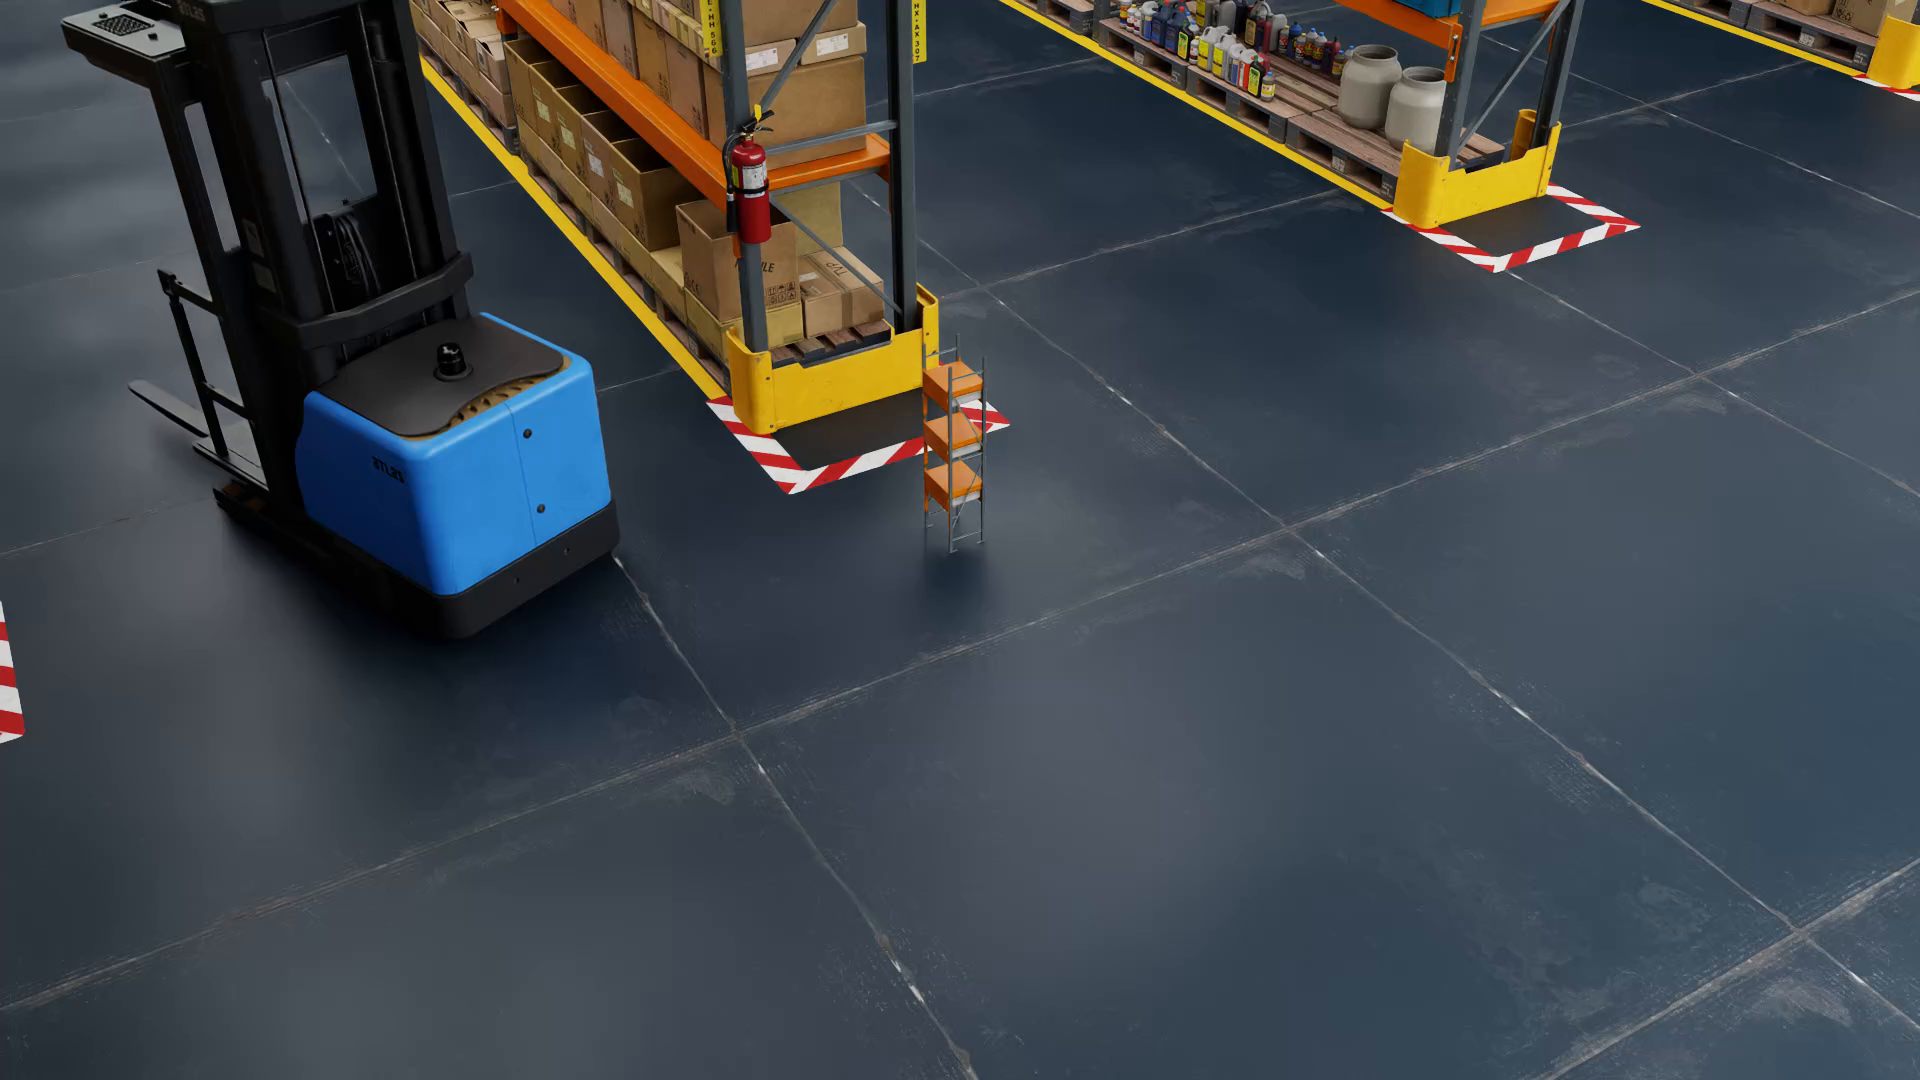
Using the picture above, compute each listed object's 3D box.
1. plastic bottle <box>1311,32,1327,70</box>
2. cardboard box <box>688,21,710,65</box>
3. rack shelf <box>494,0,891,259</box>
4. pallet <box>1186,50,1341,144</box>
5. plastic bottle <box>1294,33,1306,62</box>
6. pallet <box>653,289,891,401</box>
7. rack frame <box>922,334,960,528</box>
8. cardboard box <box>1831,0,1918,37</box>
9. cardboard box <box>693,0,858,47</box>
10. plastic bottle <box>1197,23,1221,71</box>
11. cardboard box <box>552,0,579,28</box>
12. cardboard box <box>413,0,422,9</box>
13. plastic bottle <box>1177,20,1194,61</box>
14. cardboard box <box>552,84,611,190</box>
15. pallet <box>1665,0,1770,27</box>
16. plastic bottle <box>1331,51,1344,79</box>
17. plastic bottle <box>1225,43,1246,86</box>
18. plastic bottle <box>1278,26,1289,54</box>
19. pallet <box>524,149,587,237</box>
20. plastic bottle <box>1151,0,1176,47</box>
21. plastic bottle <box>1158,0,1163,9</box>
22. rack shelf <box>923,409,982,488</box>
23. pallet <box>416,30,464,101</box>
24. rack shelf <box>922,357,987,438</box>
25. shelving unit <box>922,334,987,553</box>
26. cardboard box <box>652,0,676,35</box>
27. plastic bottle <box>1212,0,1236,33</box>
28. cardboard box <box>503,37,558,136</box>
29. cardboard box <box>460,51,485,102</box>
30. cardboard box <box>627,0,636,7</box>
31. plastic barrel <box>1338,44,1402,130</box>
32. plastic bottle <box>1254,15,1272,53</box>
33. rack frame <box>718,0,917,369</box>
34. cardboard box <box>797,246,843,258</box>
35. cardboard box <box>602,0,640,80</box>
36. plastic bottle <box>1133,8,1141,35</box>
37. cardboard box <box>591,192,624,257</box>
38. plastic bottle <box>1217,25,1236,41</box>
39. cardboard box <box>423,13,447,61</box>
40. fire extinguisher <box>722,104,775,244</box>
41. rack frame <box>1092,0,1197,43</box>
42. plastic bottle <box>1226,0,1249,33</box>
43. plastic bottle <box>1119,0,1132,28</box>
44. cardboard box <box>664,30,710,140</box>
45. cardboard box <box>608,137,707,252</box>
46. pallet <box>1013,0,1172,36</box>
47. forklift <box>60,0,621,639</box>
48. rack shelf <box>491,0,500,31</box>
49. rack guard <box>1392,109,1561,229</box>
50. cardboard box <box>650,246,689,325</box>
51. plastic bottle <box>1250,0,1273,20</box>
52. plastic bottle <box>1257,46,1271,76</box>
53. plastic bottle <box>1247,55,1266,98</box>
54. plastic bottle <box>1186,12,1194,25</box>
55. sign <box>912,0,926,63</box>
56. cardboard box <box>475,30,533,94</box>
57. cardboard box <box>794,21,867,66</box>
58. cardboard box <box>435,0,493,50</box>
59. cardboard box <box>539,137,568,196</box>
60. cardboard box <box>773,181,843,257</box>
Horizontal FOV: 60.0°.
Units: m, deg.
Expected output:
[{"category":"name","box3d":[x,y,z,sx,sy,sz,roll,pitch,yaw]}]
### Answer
[{"category":"plastic bottle","box3d":[2.771,-3.775,12.815,0.097,0.271,0.097,0,36,0]},{"category":"cardboard box","box3d":[-1.190,-2.615,8.652,0.380,0.149,0.250,-18,40,-23]},{"category":"rack shelf","box3d":[-1.705,-2.771,10.110,1.077,0.370,4.000,-19,40,-24]},{"category":"pallet","box3d":[2.493,-3.443,12.785,1.003,0.211,1.213,-19,40,-24]},{"category":"plastic bottle","box3d":[2.671,-3.848,12.975,0.097,0.201,0.097,0,36,0]},{"category":"pallet","box3d":[-1.121,-1.293,9.841,1.003,0.211,1.213,-19,40,-24]},{"category":"rack frame","box3d":[-0.088,-0.513,8.063,0.200,1.050,0.008,-19,40,-24]},{"category":"cardboard box","box3d":[7.567,-4.458,13.574,0.500,0.500,0.500,-12,38,-16]},{"category":"cardboard box","box3d":[-0.951,-2.874,8.458,0.700,0.500,0.500,-19,40,-24]},{"category":"plastic bottle","box3d":[1.930,-3.807,12.792,0.144,0.351,0.185,-19,40,-24]},{"category":"cardboard box","box3d":[-2.211,-3.630,10.592,0.700,0.500,0.500,-19,40,-24]},{"category":"cardboard box","box3d":[-4.185,-4.526,13.404,0.500,0.311,0.500,-20,41,-25]},{"category":"plastic bottle","box3d":[1.763,-3.900,12.977,0.061,0.283,0.133,-17,39,-22]},{"category":"cardboard box","box3d":[-2.245,-2.604,10.611,0.500,0.500,0.500,-19,40,-24]},{"category":"pallet","box3d":[6.842,-4.934,14.826,1.003,0.211,1.213,-19,40,-24]},{"category":"plastic bottle","box3d":[2.891,-3.624,12.669,0.097,0.201,0.097,0,36,0]},{"category":"plastic bottle","box3d":[2.110,-3.599,12.571,0.152,0.276,0.135,-20,41,-25]},{"category":"plastic bottle","box3d":[2.567,-3.953,13.118,0.097,0.201,0.097,0,36,0]},{"category":"pallet","box3d":[-2.347,-2.537,11.545,1.003,0.211,1.213,-19,40,-24]},{"category":"plastic bottle","box3d":[1.621,-4.120,13.221,0.144,0.351,0.185,-18,40,-23]},{"category":"plastic bottle","box3d":[1.634,-4.210,13.402,0.061,0.283,0.133,-19,40,-24]},{"category":"rack shelf","box3d":[-0.027,-0.443,7.984,0.215,0.259,0.240,-19,40,-24]},{"category":"pallet","box3d":[-3.731,-3.942,13.468,1.003,0.211,1.213,-19,40,-24]},{"category":"rack shelf","box3d":[-0.027,-0.672,7.817,0.215,0.259,0.240,-19,40,-24]},{"category":"shelving unit","box3d":[-0.027,-0.451,7.978,0.215,1.050,0.252,-19,40,-24]},{"category":"cardboard box","box3d":[-1.443,-2.874,9.008,0.380,0.149,0.250,-18,40,-23]},{"category":"plastic bottle","box3d":[2.128,-4.227,13.431,0.152,0.276,0.135,-19,40,-24]},{"category":"cardboard box","box3d":[-2.748,-3.114,11.310,0.500,0.500,0.500,-19,40,-24]},{"category":"cardboard box","box3d":[-3.422,-3.524,12.507,0.500,0.250,0.500,-20,40,-25]},{"category":"cardboard box","box3d":[-1.709,-3.142,9.374,0.380,0.149,0.250,-18,40,-23]},{"category":"plastic barrel","box3d":[2.936,-3.241,11.897,0.421,0.512,0.421,0,36,0]},{"category":"plastic bottle","box3d":[2.393,-4.006,13.122,0.061,0.283,0.133,-19,40,-24]},{"category":"rack frame","box3d":[-0.700,-2.041,8.502,1.000,3.000,0.127,-19,40,-24]},{"category":"cardboard box","box3d":[-1.032,-1.694,10.001,0.500,0.250,0.500,-19,40,-24]},{"category":"cardboard box","box3d":[-1.704,-3.112,9.883,0.700,0.500,0.500,-18,40,-23]},{"category":"plastic bottle","box3d":[1.458,-4.198,13.455,0.097,0.201,0.097,0,36,0]},{"category":"cardboard box","box3d":[-1.989,-2.048,10.486,0.500,0.250,0.500,-19,40,-24]},{"category":"plastic bottle","box3d":[2.045,-3.834,12.892,0.152,0.276,0.135,-19,40,-24]},{"category":"cardboard box","box3d":[-3.933,-4.045,13.220,0.500,0.250,0.500,-18,40,-23]},{"category":"fire extinguisher","box3d":[-1.043,-1.812,8.253,0.296,0.674,0.183,-19,40,-24]},{"category":"rack frame","box3d":[1.575,-5.547,13.302,1.000,3.000,0.127,-19,40,-24]},{"category":"plastic bottle","box3d":[2.244,-4.314,13.486,0.144,0.351,0.185,-21,41,-26]},{"category":"plastic bottle","box3d":[1.356,-4.330,13.576,0.097,0.271,0.097,0,36,0]},{"category":"cardboard box","box3d":[-1.192,-2.590,9.168,0.700,0.500,0.500,-18,40,-23]},{"category":"cardboard box","box3d":[-1.742,-2.094,9.914,0.500,0.500,0.500,-19,40,-24]},{"category":"pallet","box3d":[1.147,-4.810,14.657,1.003,0.211,1.213,-19,40,-24]},{"category":"forklift","box3d":[-3.129,-1.448,7.748,3.031,2.935,1.130,25,43,30]},{"category":"rack shelf","box3d":[-3.715,-4.811,12.903,1.077,0.370,4.000,-19,40,-24]},{"category":"rack guard","box3d":[3.505,-2.522,11.280,1.175,0.500,0.348,-19,40,-24]},{"category":"cardboard box","box3d":[-1.487,-1.538,9.788,0.500,0.250,0.500,-19,40,-24]},{"category":"plastic bottle","box3d":[2.406,-4.149,13.261,0.144,0.351,0.185,-19,40,-24]},{"category":"plastic bottle","box3d":[2.271,-3.563,12.515,0.061,0.283,0.133,-19,40,-24]},{"category":"plastic bottle","box3d":[2.208,-3.449,12.359,0.061,0.283,0.133,-18,40,-23]},{"category":"plastic bottle","box3d":[1.799,-4.050,13.192,0.097,0.271,0.097,0,36,0]},{"category":"sign","box3d":[-0.218,-2.584,8.444,0.100,0.325,0.005,-19,40,-24]},{"category":"cardboard box","box3d":[-3.161,-3.488,11.983,0.500,0.311,0.500,-19,40,-24]},{"category":"cardboard box","box3d":[-0.711,-2.607,8.642,0.380,0.149,0.250,-19,40,-24]},{"category":"cardboard box","box3d":[-3.677,-4.007,12.693,0.500,0.311,0.500,-19,40,-24]},{"category":"cardboard box","box3d":[-2.492,-2.557,11.184,0.500,0.250,0.500,-19,40,-24]},{"category":"cardboard box","box3d":[-1.030,-1.997,9.781,0.500,0.500,0.500,-19,40,-24]}]
